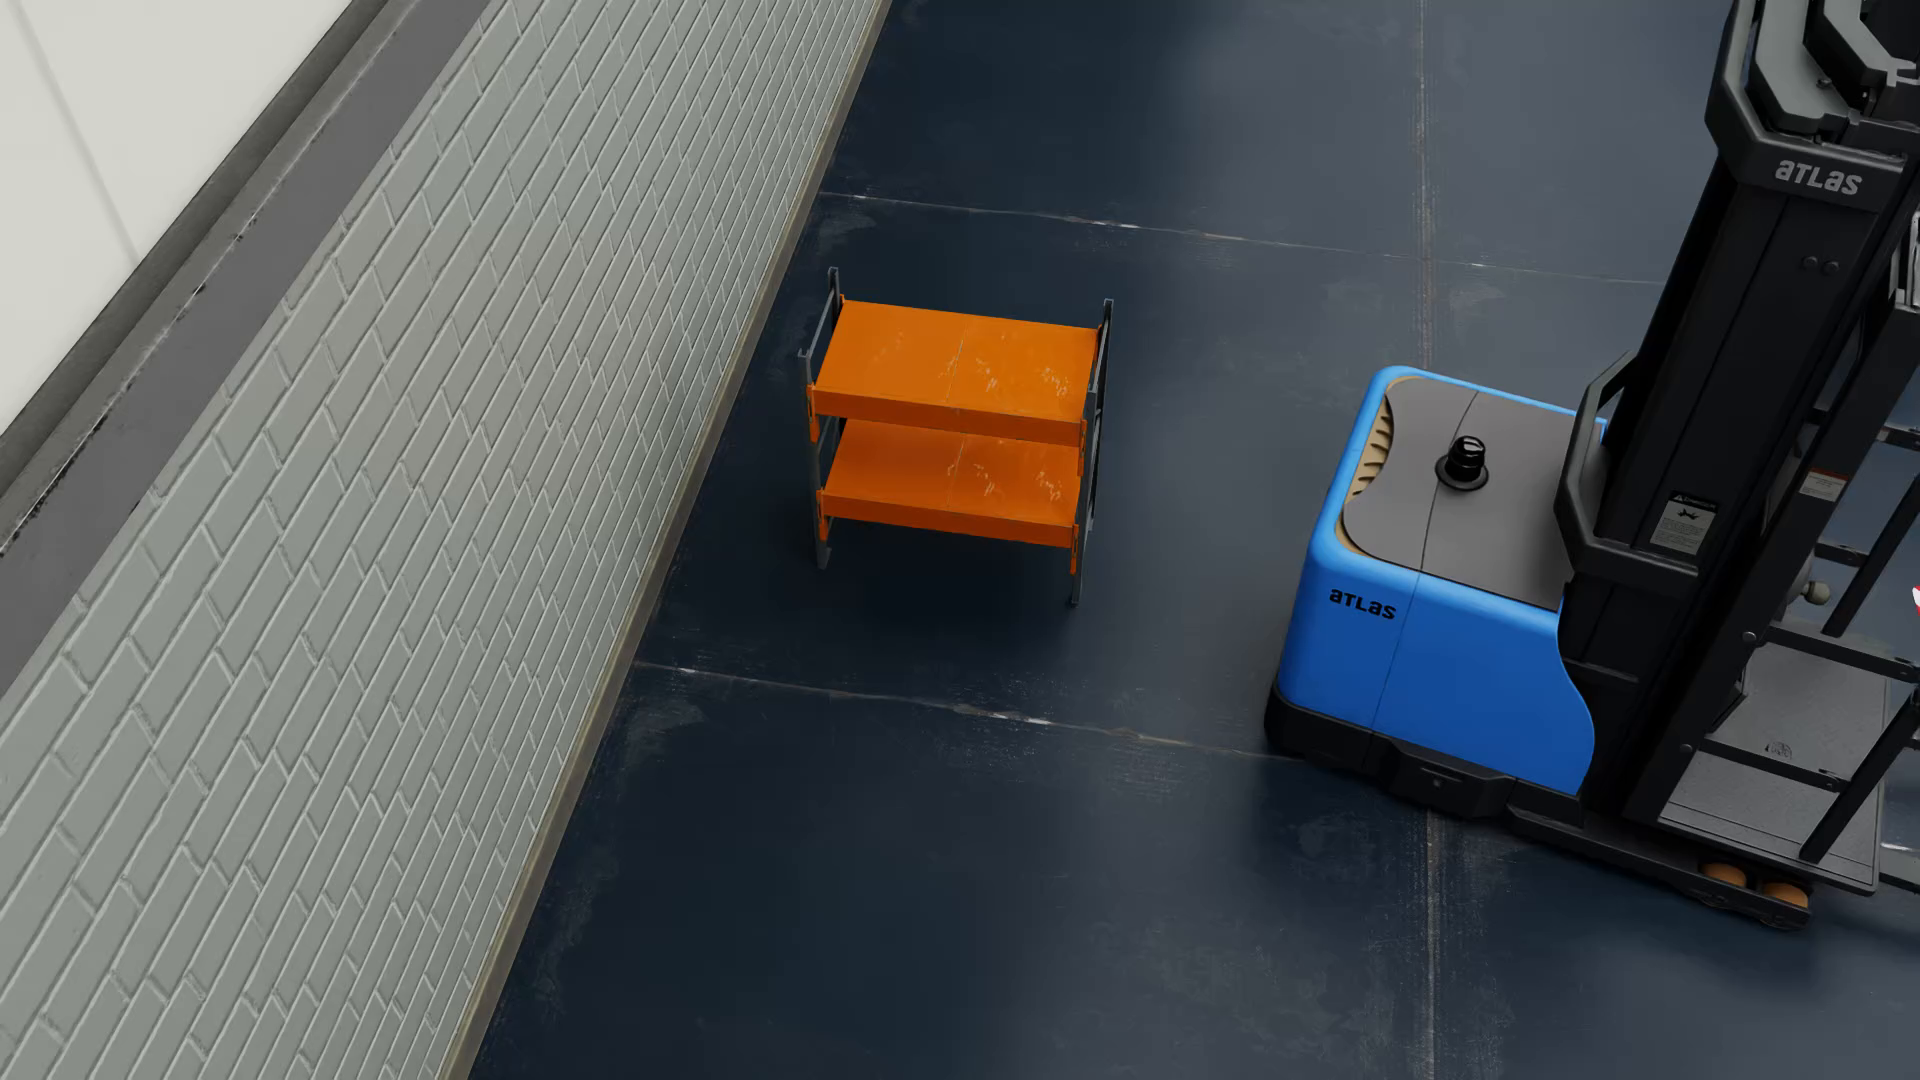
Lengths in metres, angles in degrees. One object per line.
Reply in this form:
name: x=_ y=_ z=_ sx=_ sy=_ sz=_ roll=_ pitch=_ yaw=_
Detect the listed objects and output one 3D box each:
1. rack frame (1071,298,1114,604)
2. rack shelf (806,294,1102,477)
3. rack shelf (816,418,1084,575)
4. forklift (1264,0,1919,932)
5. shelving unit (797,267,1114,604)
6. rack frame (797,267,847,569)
rack frame: x=0.494 y=-0.310 z=6.244 sx=0.032 sy=1.125 sz=0.500 roll=8 pitch=49 yaw=7
rack shelf: x=-0.007 y=-0.572 z=6.087 sx=1.000 sy=0.278 sz=0.538 roll=8 pitch=49 yaw=7
rack shelf: x=-0.007 y=-0.213 z=6.486 sx=1.000 sy=0.278 sz=0.538 roll=8 pitch=49 yaw=7
forklift: x=2.666 y=-0.136 z=4.874 sx=3.031 sy=2.935 sz=1.130 roll=18 pitch=50 yaw=15
shelving unit: x=-0.007 y=-0.377 z=6.304 sx=1.048 sy=1.125 sz=0.538 roll=8 pitch=49 yaw=7
rack frame: x=-0.507 y=-0.444 z=6.365 sx=0.032 sy=1.125 sz=0.500 roll=8 pitch=49 yaw=7
